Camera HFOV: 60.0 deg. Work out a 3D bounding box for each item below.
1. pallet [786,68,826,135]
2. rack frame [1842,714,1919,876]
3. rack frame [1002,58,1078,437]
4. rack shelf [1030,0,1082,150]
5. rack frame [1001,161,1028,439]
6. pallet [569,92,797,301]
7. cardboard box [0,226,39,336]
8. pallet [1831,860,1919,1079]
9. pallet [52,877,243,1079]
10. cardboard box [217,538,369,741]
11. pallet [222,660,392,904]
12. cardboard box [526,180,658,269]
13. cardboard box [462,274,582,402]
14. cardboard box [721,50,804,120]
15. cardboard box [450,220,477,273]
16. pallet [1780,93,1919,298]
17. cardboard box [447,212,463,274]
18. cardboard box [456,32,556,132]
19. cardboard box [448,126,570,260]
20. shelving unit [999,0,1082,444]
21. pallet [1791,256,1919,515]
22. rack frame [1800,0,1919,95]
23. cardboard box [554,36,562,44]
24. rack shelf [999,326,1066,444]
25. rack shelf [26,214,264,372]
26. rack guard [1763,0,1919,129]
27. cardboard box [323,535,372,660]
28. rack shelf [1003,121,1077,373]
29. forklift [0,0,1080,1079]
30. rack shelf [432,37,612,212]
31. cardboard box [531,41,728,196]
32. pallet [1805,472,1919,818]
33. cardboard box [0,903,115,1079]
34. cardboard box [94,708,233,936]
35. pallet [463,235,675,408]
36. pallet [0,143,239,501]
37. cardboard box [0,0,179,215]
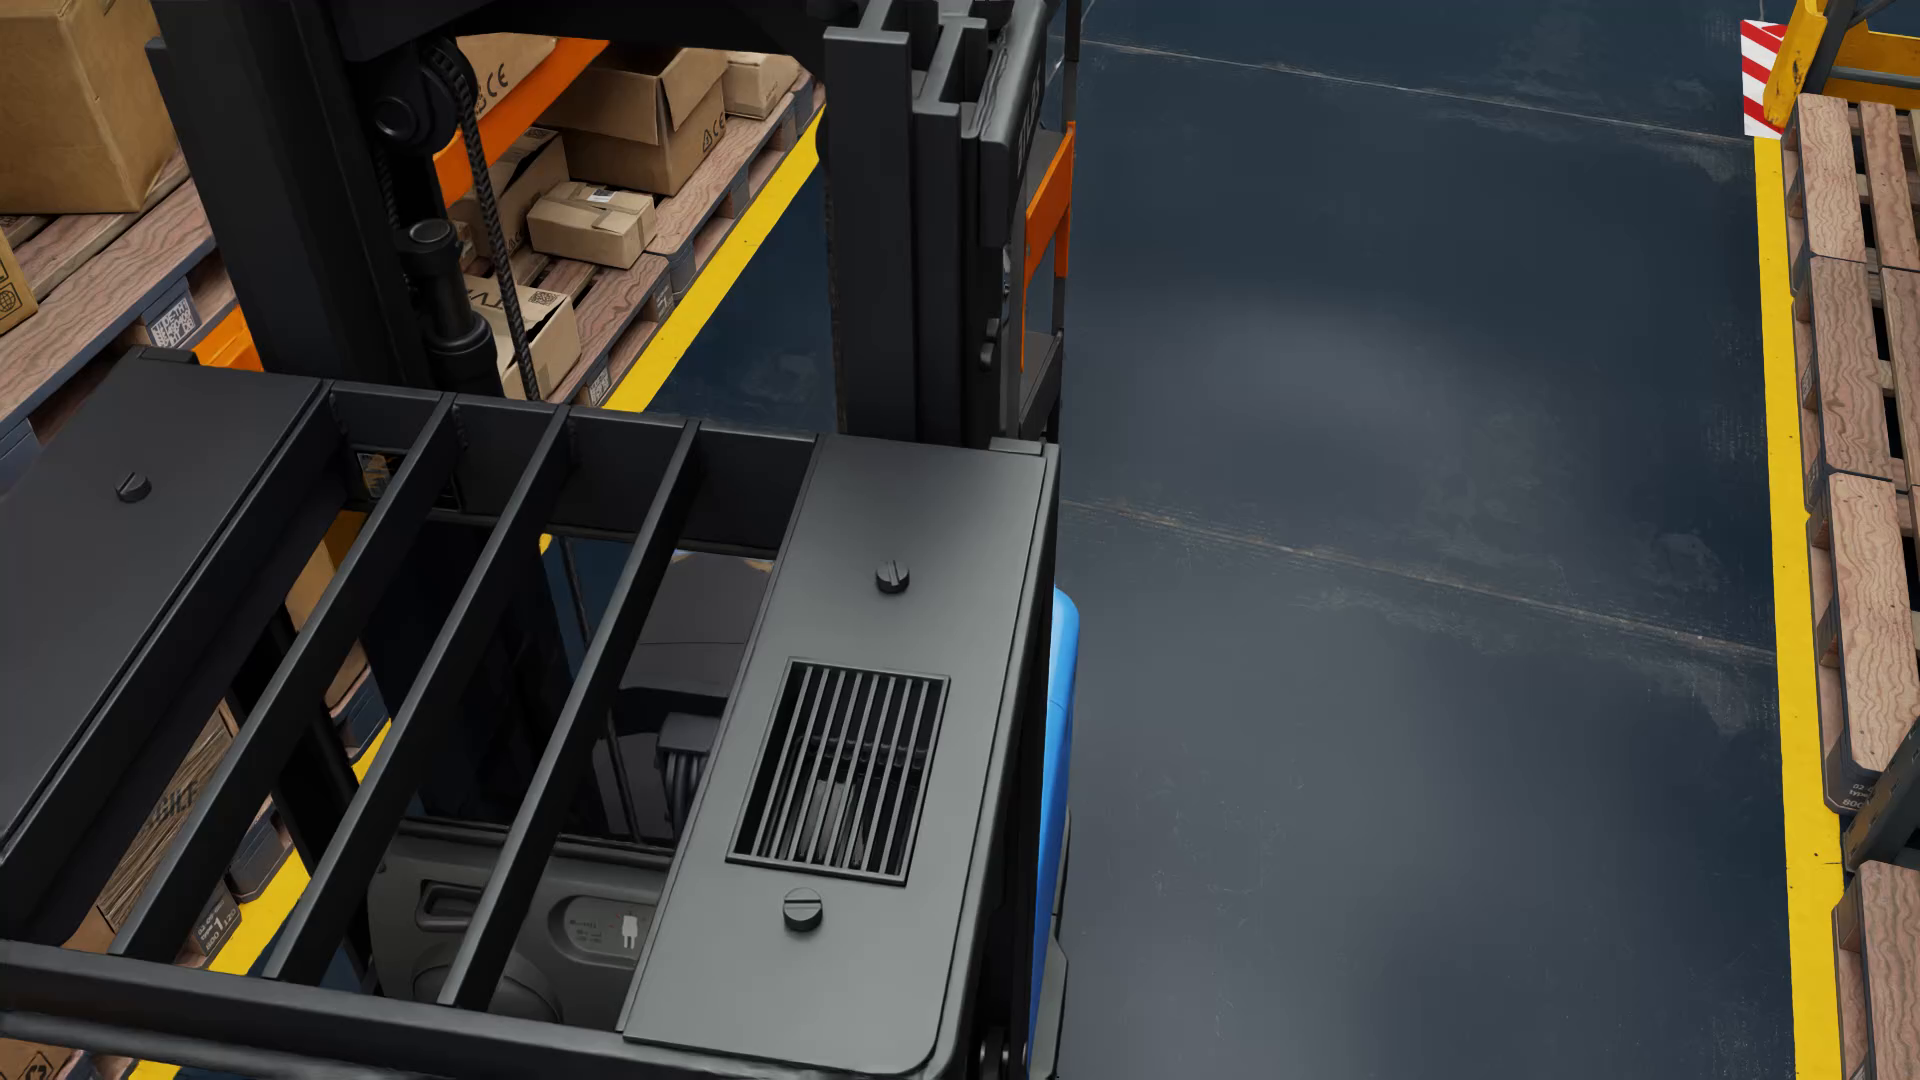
[{"bbox_3d":[-0.960,-2.272,7.421,1.003,0.211,1.213,13,46,13],"label":"pallet"},{"bbox_3d":[2.812,-0.133,3.242,1.000,3.000,0.127,13,46,13],"label":"rack frame"},{"bbox_3d":[0.124,-1.023,4.795,0.400,2.100,0.015,13,46,13],"label":"rack frame"},{"bbox_3d":[0.050,-1.351,4.148,0.431,0.518,0.480,13,46,13],"label":"rack shelf"},{"bbox_3d":[-0.024,-0.698,4.462,0.400,2.100,0.015,13,46,13],"label":"rack frame"},{"bbox_3d":[-1.331,-1.462,6.593,1.003,0.211,1.213,13,46,13],"label":"pallet"},{"bbox_3d":[-2.412,-0.631,3.378,0.700,0.500,0.500,19,48,19],"label":"cardboard box"},{"bbox_3d":[2.539,1.369,3.700,1.003,0.211,1.213,13,46,13],"label":"pallet"},{"bbox_3d":[-2.485,1.178,3.896,1.003,0.211,1.213,13,46,13],"label":"pallet"},{"bbox_3d":[-1.941,0.268,4.304,0.500,0.500,0.500,13,46,13],"label":"cardboard box"},{"bbox_3d":[-2.118,0.362,4.729,1.003,0.211,1.213,13,46,13],"label":"pallet"},{"bbox_3d":[-1.322,-1.142,5.984,0.380,0.166,0.250,13,46,13],"label":"cardboard box"},{"bbox_3d":[-1.574,-0.615,5.342,0.500,0.311,0.500,13,46,13],"label":"cardboard box"},{"bbox_3d":[-0.942,-1.984,6.785,0.500,0.250,0.500,13,46,13],"label":"cardboard box"},{"bbox_3d":[-1.949,-1.026,5.877,0.380,0.149,0.250,13,46,13],"label":"cardboard box"},{"bbox_3d":[3.737,-1.262,6.388,1.003,0.211,1.213,13,46,13],"label":"pallet"},{"bbox_3d":[-2.005,-0.889,5.486,0.500,0.500,0.500,13,46,13],"label":"cardboard box"},{"bbox_3d":[-1.493,-1.503,4.570,0.500,0.500,0.500,14,46,14],"label":"cardboard box"},{"bbox_3d":[-1.778,-1.321,6.063,0.500,0.311,0.500,13,46,13],"label":"cardboard box"},{"bbox_3d":[0.050,-0.861,4.628,0.431,2.100,0.503,13,46,13],"label":"shelving unit"},{"bbox_3d":[3.366,-0.451,5.560,1.003,0.211,1.213,13,46,13],"label":"pallet"},{"bbox_3d":[4.024,-2.800,5.966,1.000,3.000,0.127,13,46,13],"label":"rack frame"},{"bbox_3d":[-1.341,-1.845,4.919,0.500,0.500,0.500,13,46,13],"label":"cardboard box"},{"bbox_3d":[0.050,-0.351,5.128,0.431,0.518,0.480,13,46,13],"label":"rack shelf"},{"bbox_3d":[-2.513,0.405,3.206,1.077,0.370,4.000,13,46,13],"label":"rack shelf"},{"bbox_3d":[4.019,-1.925,6.860,1.175,0.500,0.348,13,46,13],"label":"rack guard"},{"bbox_3d":[-1.784,-0.059,4.639,0.500,0.500,0.500,12,46,12],"label":"cardboard box"},{"bbox_3d":[0.050,-0.851,4.638,0.431,0.518,0.480,13,46,13],"label":"rack shelf"},{"bbox_3d":[-0.473,0.780,2.357,1.130,2.935,3.031,7,45,7],"label":"forklift"},{"bbox_3d":[-1.302,-2.261,5.930,1.077,0.370,4.000,13,46,13],"label":"rack shelf"},{"bbox_3d":[-1.343,-1.703,6.316,0.797,0.503,0.637,13,46,13],"label":"cardboard box"},{"bbox_3d":[2.998,0.365,4.726,1.003,0.211,1.213,13,46,13],"label":"pallet"},{"bbox_3d":[-2.245,0.942,3.615,0.500,0.500,0.500,11,45,11],"label":"cardboard box"},{"bbox_3d":[-2.094,0.603,3.962,0.500,0.500,0.500,13,46,13],"label":"cardboard box"},{"bbox_3d":[-1.698,-0.646,5.759,1.003,0.211,1.213,13,46,13],"label":"pallet"},{"bbox_3d":[-2.253,-0.607,3.863,1.003,0.211,1.213,13,46,13],"label":"pallet"},{"bbox_3d":[-2.264,-1.102,3.860,0.700,0.500,0.500,-1,44,-1],"label":"cardboard box"}]
